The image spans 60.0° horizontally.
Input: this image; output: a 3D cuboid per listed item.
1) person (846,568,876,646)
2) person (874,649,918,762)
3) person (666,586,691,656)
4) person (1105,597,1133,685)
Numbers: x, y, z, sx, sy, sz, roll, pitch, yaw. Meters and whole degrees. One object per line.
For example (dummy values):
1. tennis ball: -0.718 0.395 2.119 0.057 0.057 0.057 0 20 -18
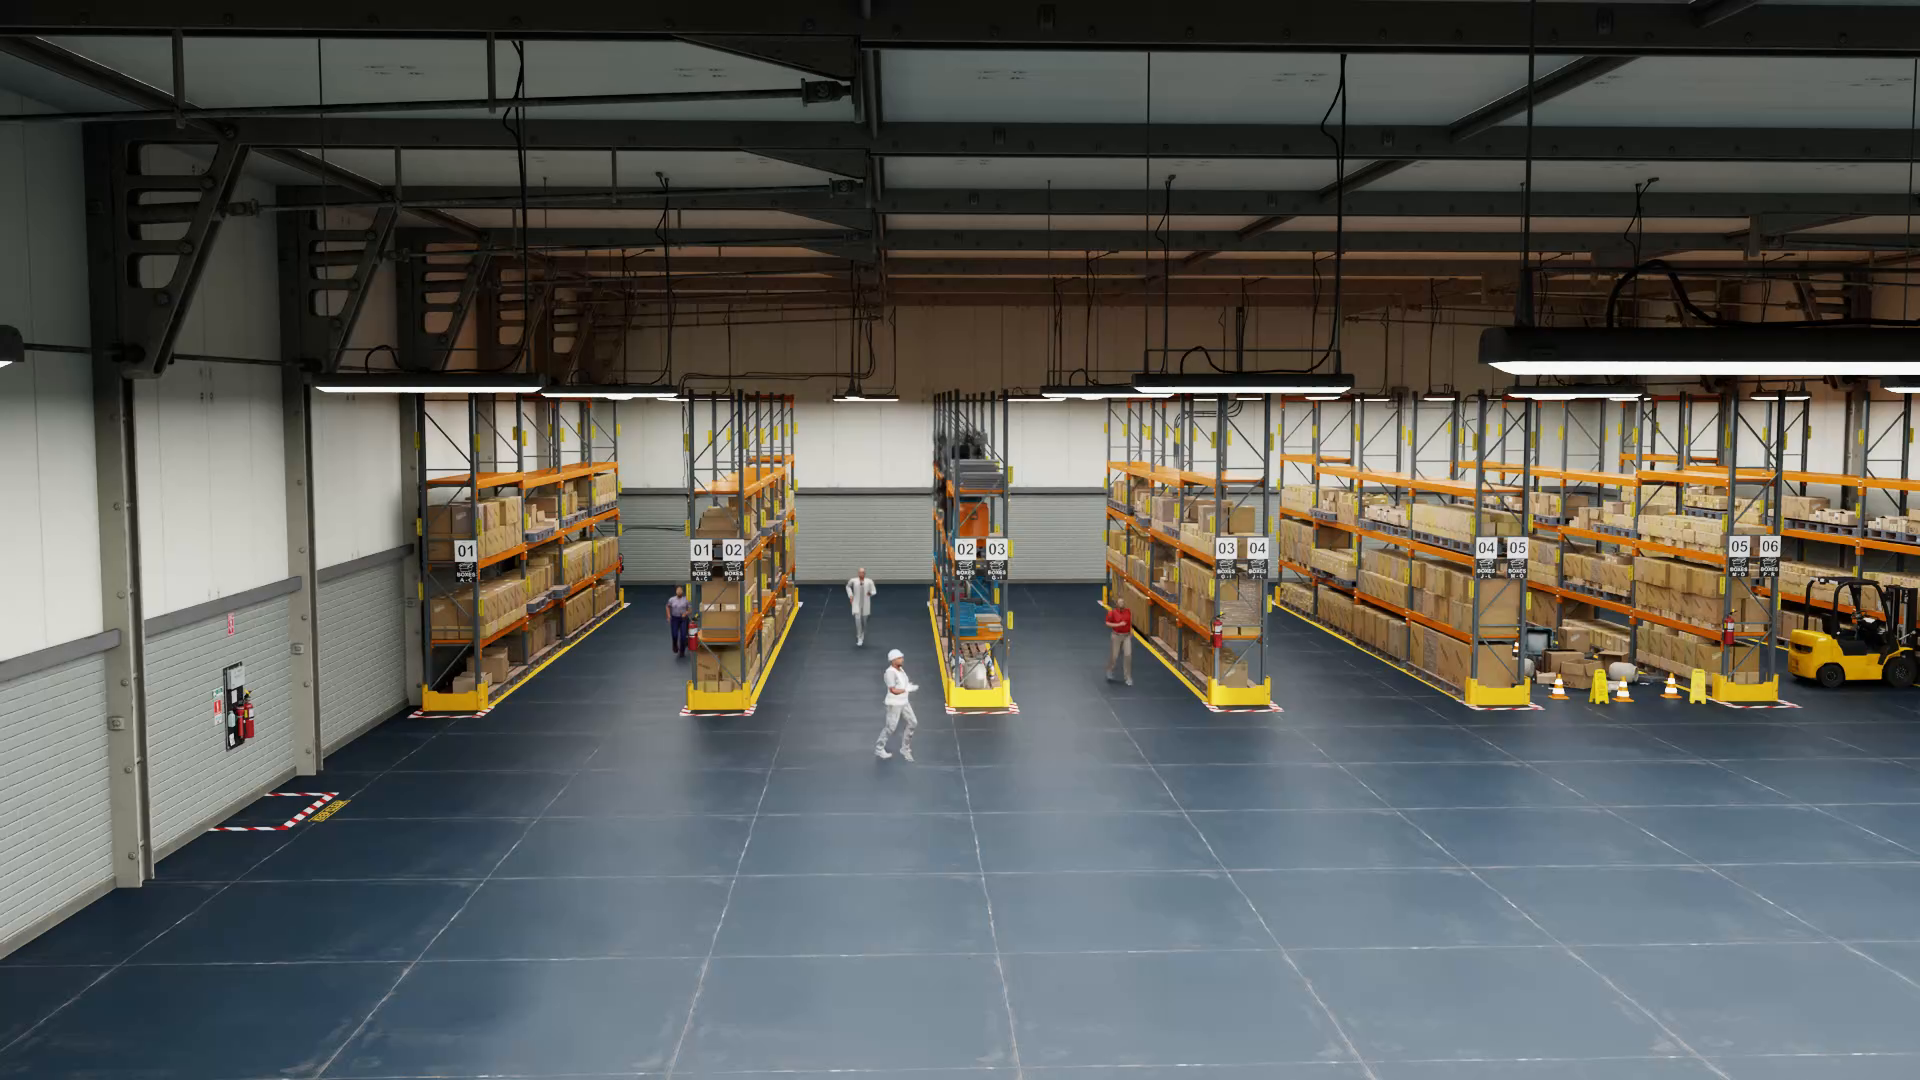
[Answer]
1. person: -2.359 1.573 39.840 0.703 1.805 0.989 -1 5 -9
2. person: -0.998 2.665 26.628 0.761 1.838 0.658 2 5 22
3. person: -6.358 1.862 37.682 0.606 1.584 0.531 -1 5 -9
4. person: 3.282 2.053 34.265 0.681 1.764 0.908 -2 5 -18
